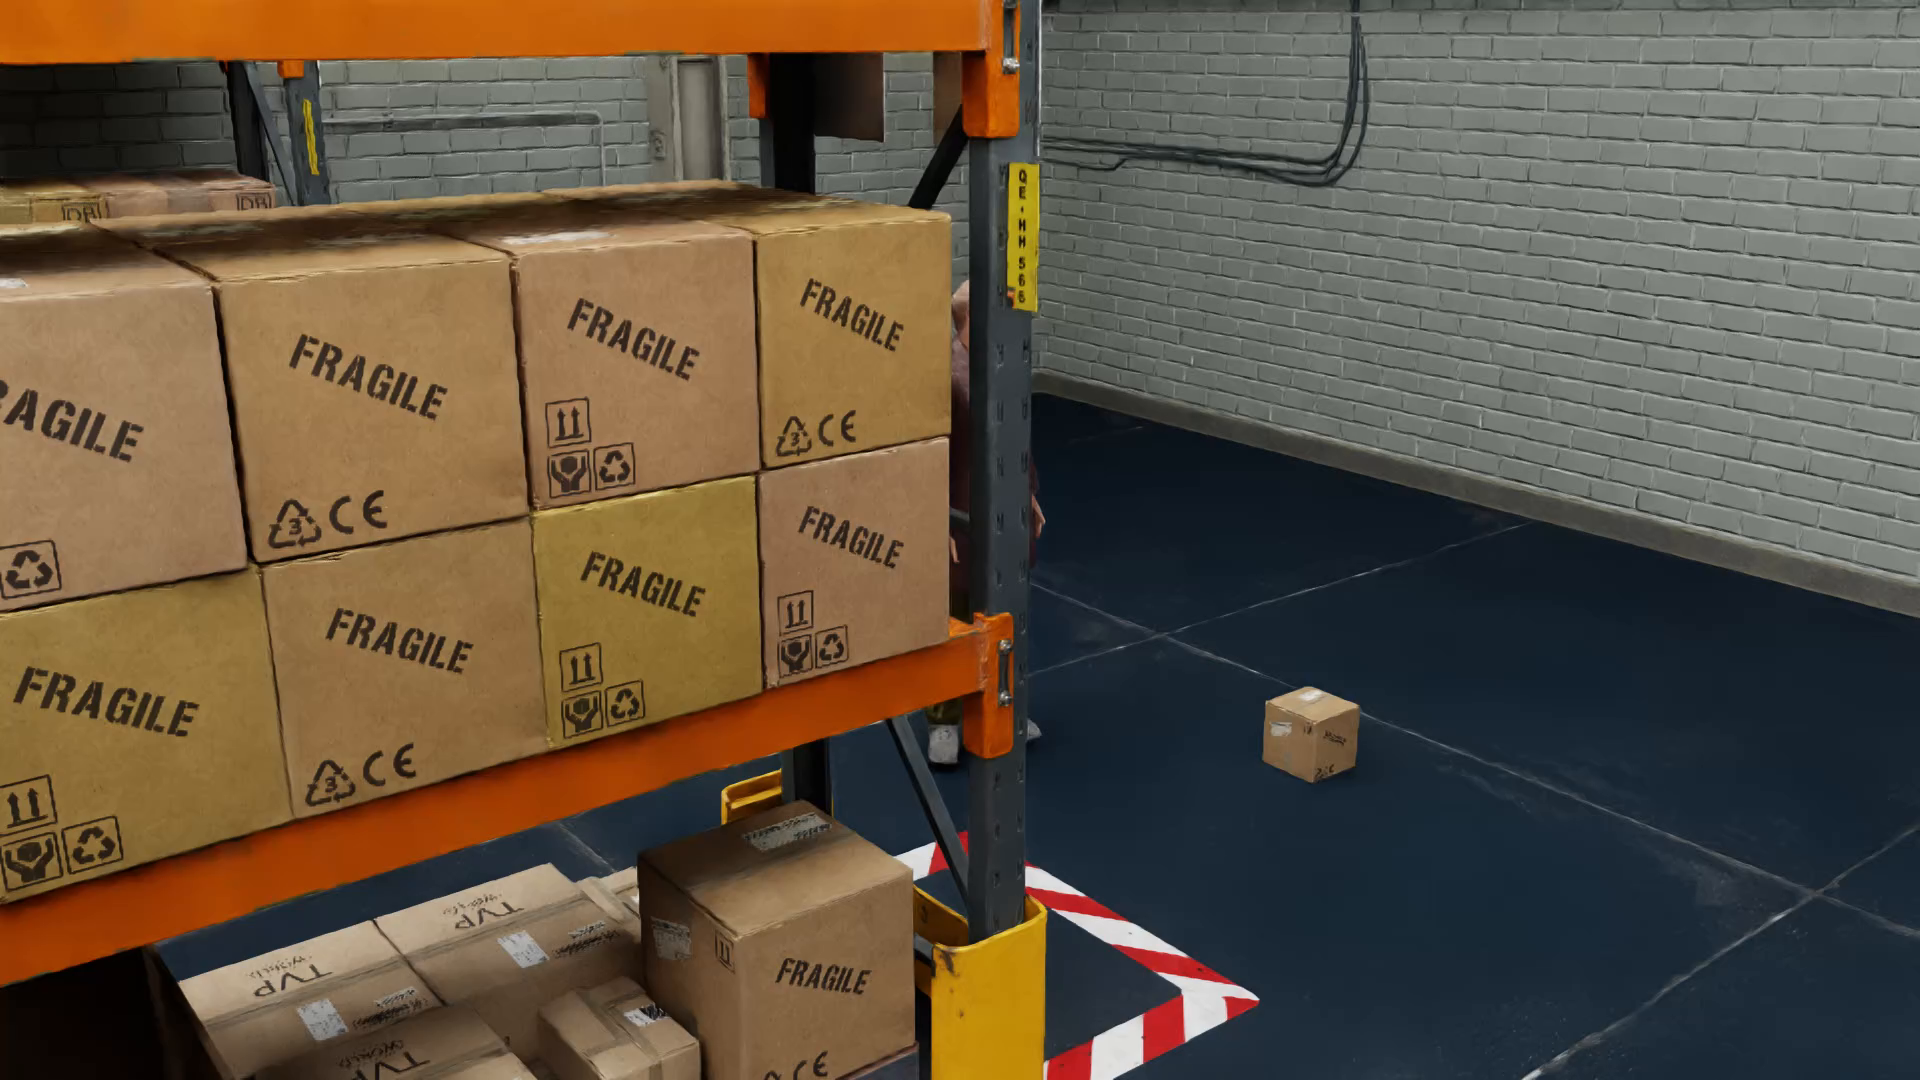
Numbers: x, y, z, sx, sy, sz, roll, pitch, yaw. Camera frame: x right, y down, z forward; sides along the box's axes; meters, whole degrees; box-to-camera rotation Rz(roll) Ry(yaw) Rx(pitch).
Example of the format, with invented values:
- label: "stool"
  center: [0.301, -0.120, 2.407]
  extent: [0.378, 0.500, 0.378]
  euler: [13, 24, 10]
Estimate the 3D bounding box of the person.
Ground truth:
- label: "person"
  center: [0.095, -0.076, 6.223]
  extent: [0.421, 1.789, 0.659]
  euler: [14, 22, 38]
